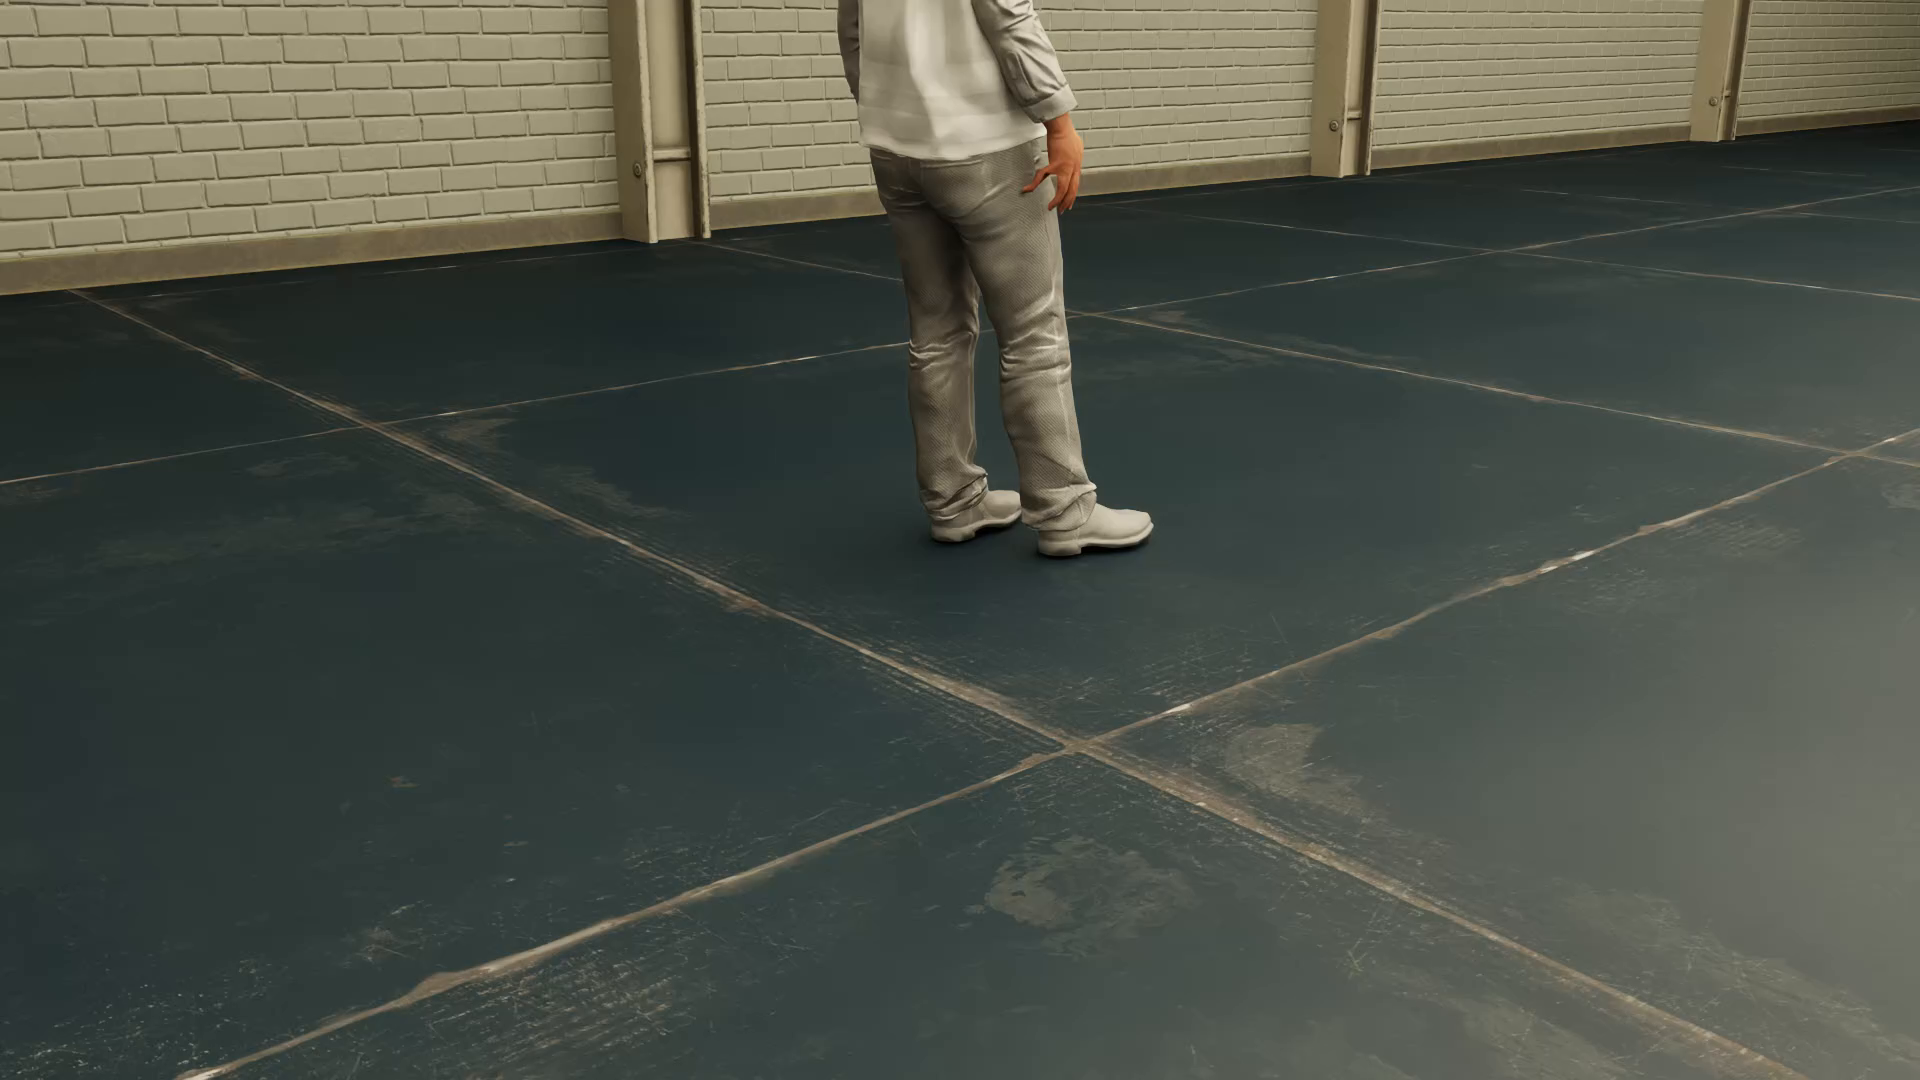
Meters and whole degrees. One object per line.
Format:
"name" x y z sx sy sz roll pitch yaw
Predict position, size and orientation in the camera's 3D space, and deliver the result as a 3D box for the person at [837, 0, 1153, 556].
"person" 0.052 -0.864 3.614 0.568 1.773 0.632 -14 22 -38
